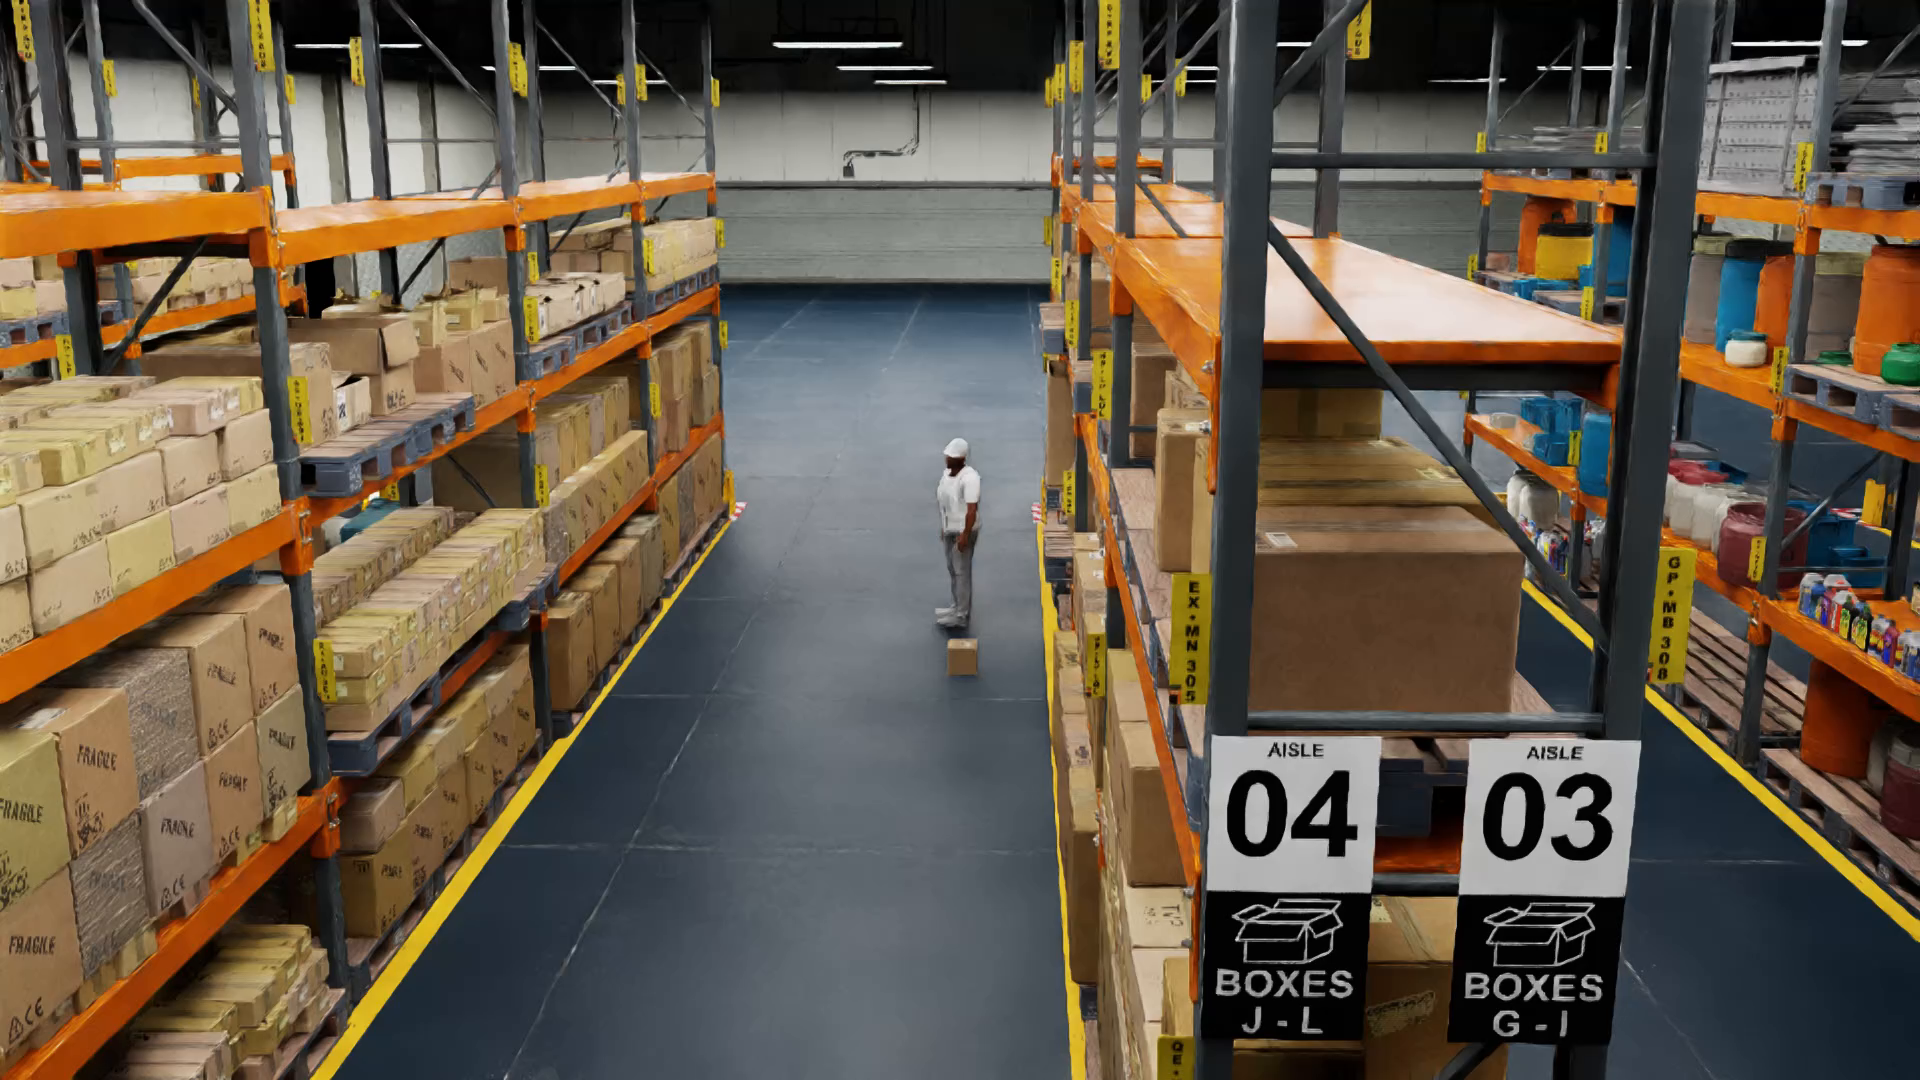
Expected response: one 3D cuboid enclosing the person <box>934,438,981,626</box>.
[{"bbox_3d":[-0.065,-0.083,15.657,0.462,1.771,0.622,-7,15,-26],"label":"person"}]
